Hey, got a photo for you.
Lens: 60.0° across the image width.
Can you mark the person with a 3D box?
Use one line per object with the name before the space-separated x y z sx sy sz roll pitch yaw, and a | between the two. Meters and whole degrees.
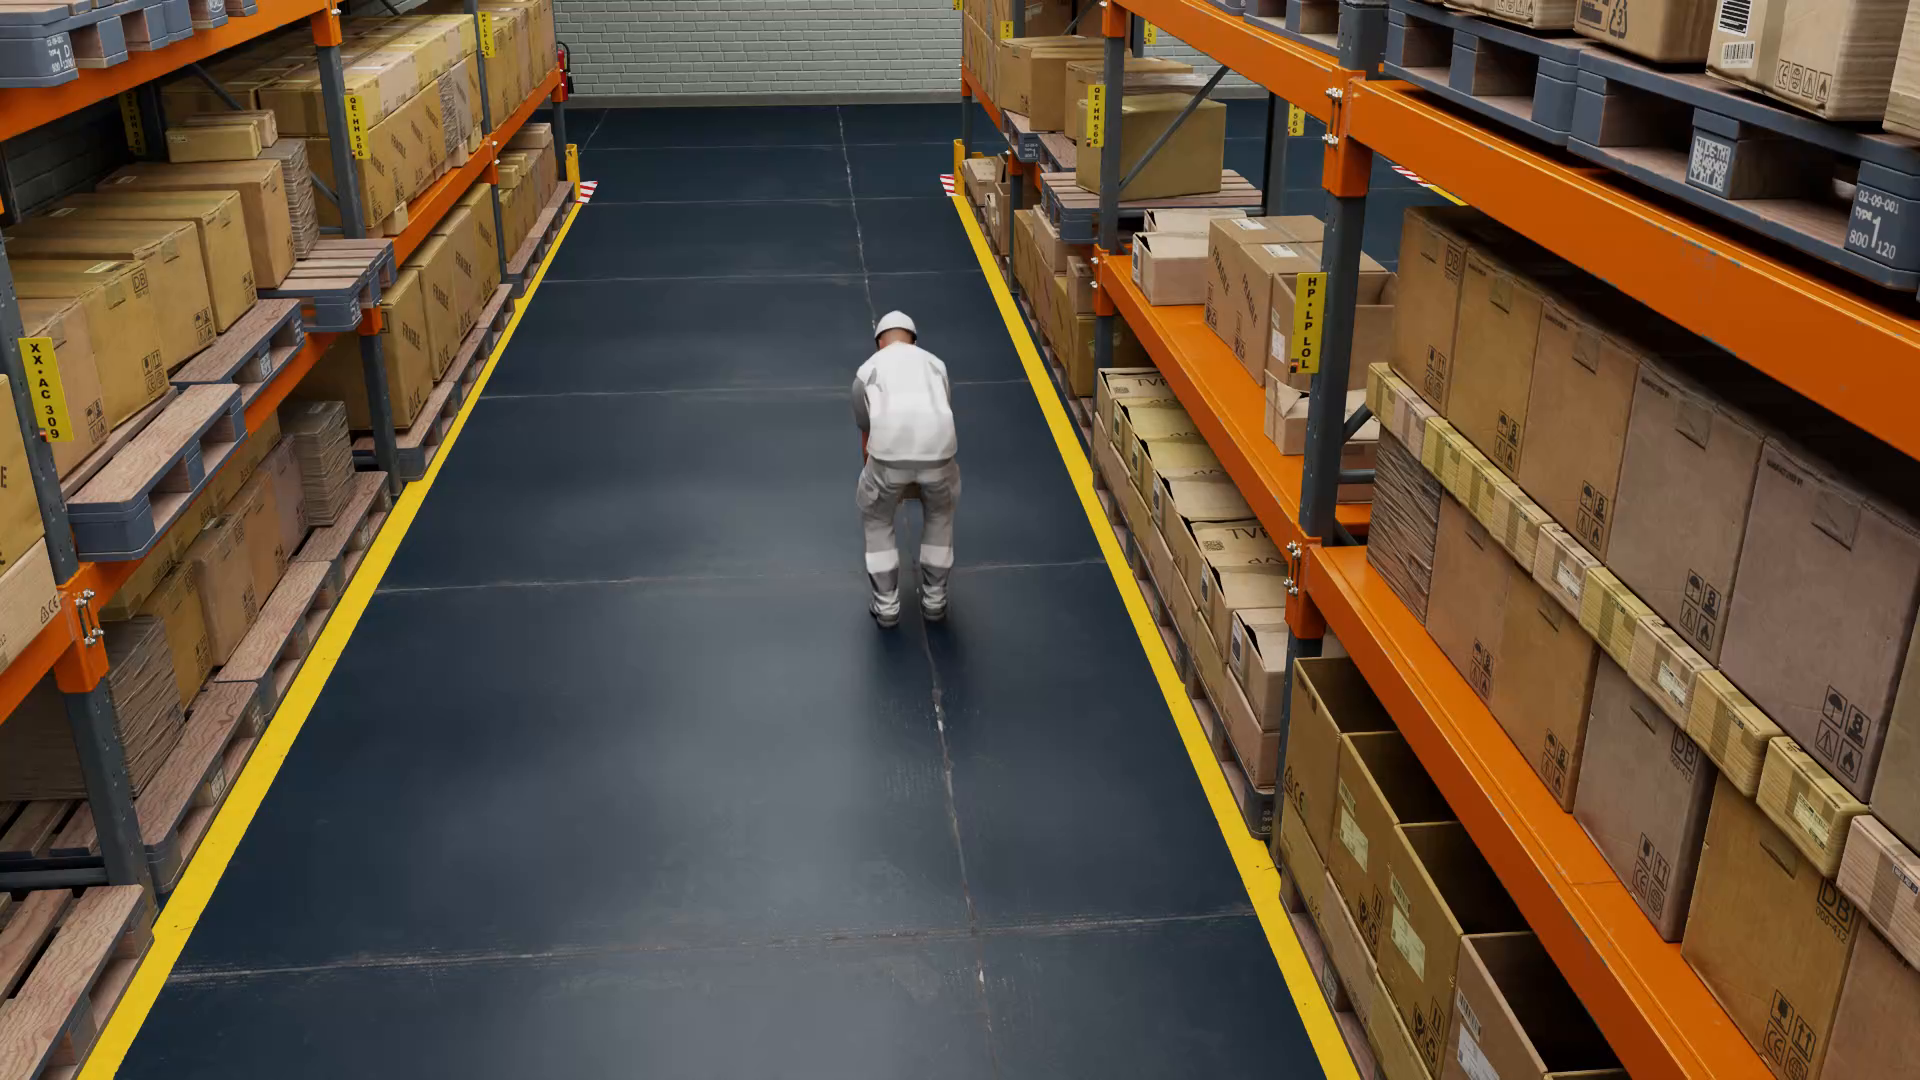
person | -0.259 -0.338 7.886 0.492 1.354 0.899 -3 24 -7
